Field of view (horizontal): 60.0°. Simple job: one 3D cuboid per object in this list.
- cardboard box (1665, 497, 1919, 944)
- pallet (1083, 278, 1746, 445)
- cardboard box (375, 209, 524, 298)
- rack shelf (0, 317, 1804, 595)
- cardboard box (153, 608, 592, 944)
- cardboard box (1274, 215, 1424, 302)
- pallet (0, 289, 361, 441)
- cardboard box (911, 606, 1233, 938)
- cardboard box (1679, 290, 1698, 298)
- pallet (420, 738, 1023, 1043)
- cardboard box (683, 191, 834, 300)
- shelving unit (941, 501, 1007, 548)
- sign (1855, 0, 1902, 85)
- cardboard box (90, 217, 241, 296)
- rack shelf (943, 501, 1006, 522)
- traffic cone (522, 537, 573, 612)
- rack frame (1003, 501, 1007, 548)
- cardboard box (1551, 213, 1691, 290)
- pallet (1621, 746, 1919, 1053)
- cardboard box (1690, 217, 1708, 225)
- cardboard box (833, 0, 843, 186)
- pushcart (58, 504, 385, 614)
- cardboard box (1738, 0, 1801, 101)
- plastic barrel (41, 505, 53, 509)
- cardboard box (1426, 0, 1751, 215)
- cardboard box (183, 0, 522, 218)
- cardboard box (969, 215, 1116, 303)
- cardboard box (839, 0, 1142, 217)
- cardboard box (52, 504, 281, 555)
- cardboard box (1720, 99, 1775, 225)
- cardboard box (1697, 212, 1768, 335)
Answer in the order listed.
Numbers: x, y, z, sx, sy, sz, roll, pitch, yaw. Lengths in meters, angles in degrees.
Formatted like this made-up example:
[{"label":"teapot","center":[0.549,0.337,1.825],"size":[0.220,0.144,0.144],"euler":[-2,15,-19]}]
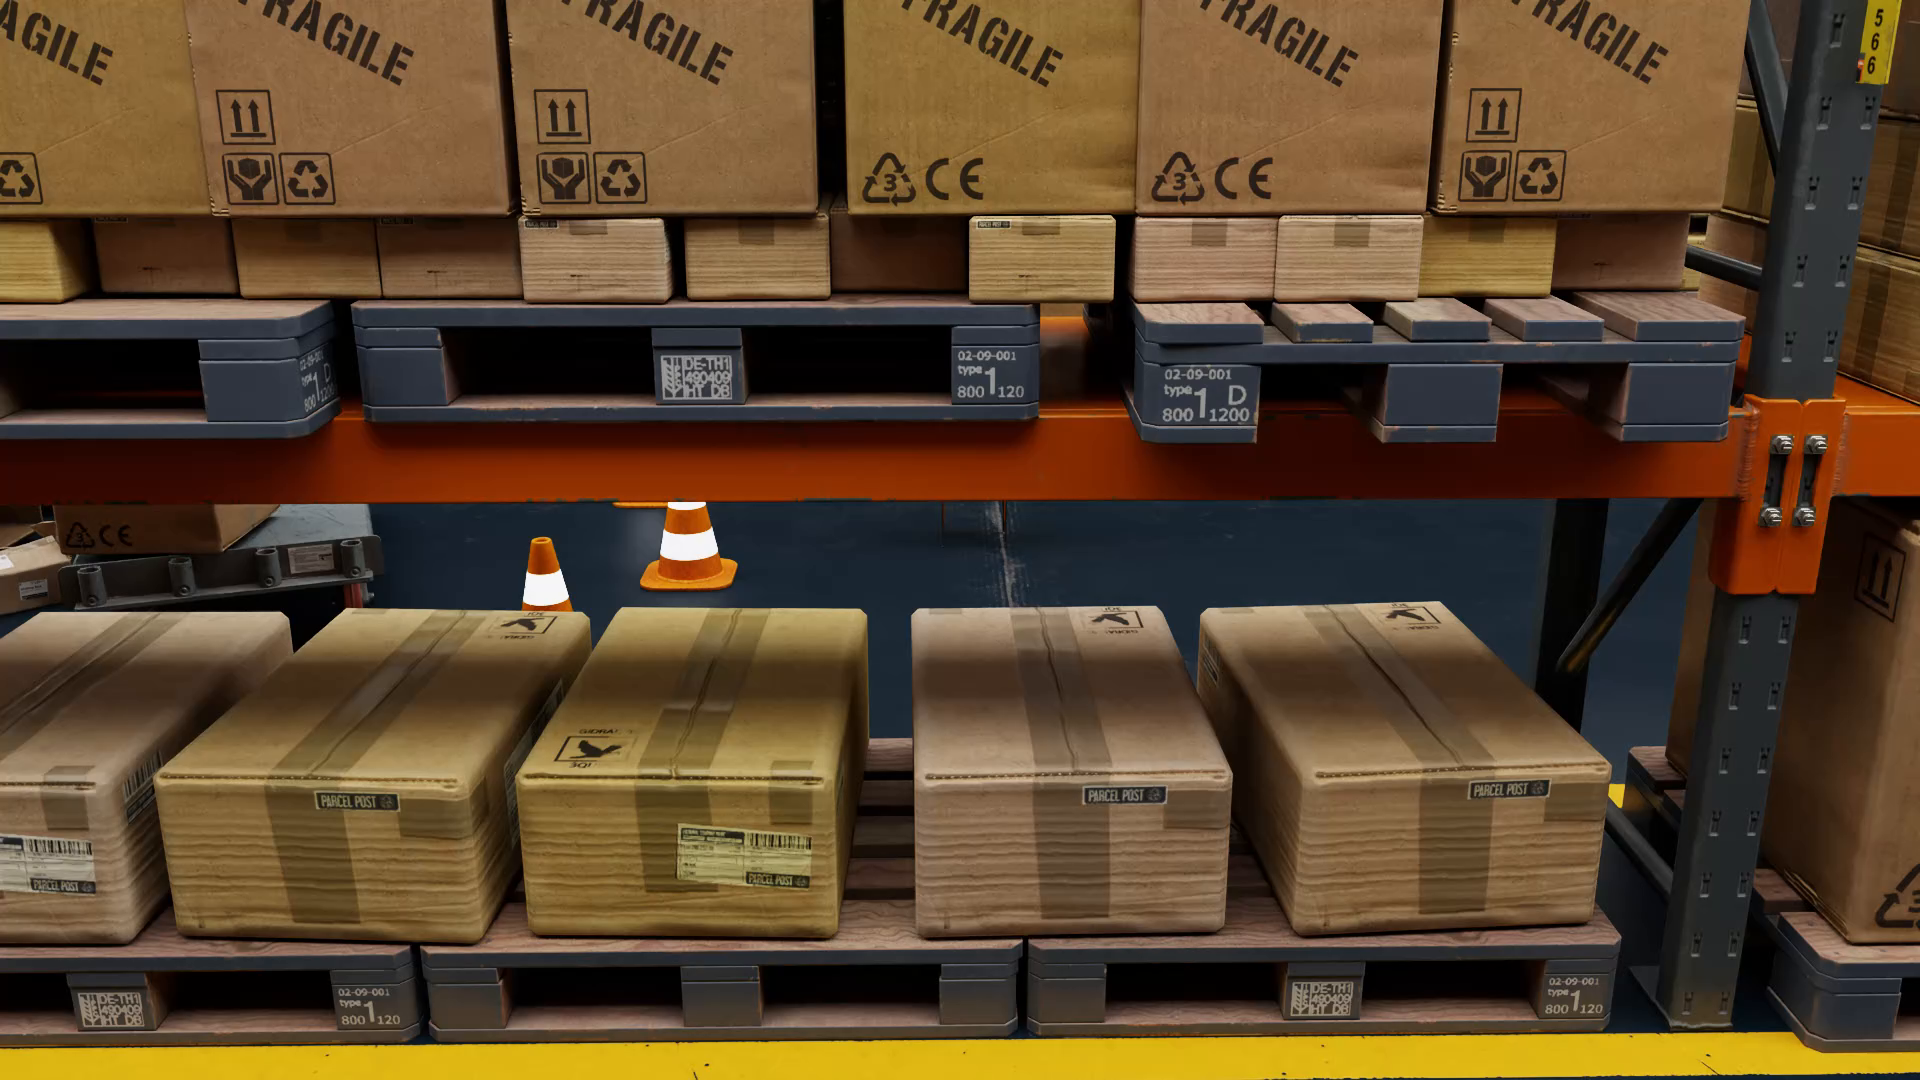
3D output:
[{"label":"cardboard box","center":[2.202,0.260,3.616],"size":[0.875,0.875,0.875],"euler":[0,18,-1]},{"label":"pallet","center":[0.800,-0.446,3.341],"size":[1.003,0.211,1.213],"euler":[0,18,-1]},{"label":"cardboard box","center":[-0.894,-0.553,3.084],"size":[0.250,0.149,0.380],"euler":[0,18,0]},{"label":"rack shelf","center":[-0.489,-0.221,3.504],"size":[4.000,0.370,1.077],"euler":[0,18,-1]},{"label":"cardboard box","center":[-1.246,0.489,3.726],"size":[0.625,0.372,0.950],"euler":[1,18,3]},{"label":"cardboard box","center":[0.668,-0.542,3.050],"size":[0.250,0.149,0.380],"euler":[0,18,-1]},{"label":"pallet","center":[-1.723,-0.422,3.266],"size":[1.213,0.211,1.003],"euler":[0,18,-1]},{"label":"cardboard box","center":[0.208,0.484,3.744],"size":[0.625,0.372,0.950],"euler":[-1,18,-2]},{"label":"cardboard box","center":[3.569,-1.030,8.251],"size":[0.500,0.500,0.500],"euler":[-1,18,-2]},{"label":"pallet","center":[-0.488,0.763,3.824],"size":[1.213,0.211,1.003],"euler":[0,18,-1]},{"label":"cardboard box","center":[-0.362,-0.549,3.071],"size":[0.250,0.149,0.380],"euler":[-1,18,-3]},{"label":"shelving unit","center":[0.053,-0.500,6.388],"size":[0.252,1.050,0.215],"euler":[0,18,-1]},{"label":"sign","center":[1.528,-0.921,2.743],"size":[0.005,0.325,0.100],"euler":[0,18,-1]},{"label":"cardboard box","center":[-1.399,-0.564,3.118],"size":[0.250,0.149,0.380],"euler":[1,18,3]},{"label":"rack shelf","center":[0.053,-0.225,6.476],"size":[0.240,0.259,0.215],"euler":[0,18,-1]},{"label":"traffic cone","center":[-1.271,0.220,5.103],"size":[0.334,0.463,0.336],"euler":[0,18,-1]},{"label":"rack frame","center":[0.175,-0.501,6.390],"size":[0.008,1.050,0.200],"euler":[0,18,-1]},{"label":"cardboard box","center":[1.186,-0.580,3.170],"size":[0.250,0.149,0.380],"euler":[0,18,1]},{"label":"pallet","center":[2.300,0.774,3.790],"size":[1.213,0.211,1.003],"euler":[0,18,-1]},{"label":"cardboard box","center":[3.545,-1.543,8.625],"size":[0.500,0.250,0.500],"euler":[0,18,1]},{"label":"cardboard box","center":[0.005,-1.022,3.484],"size":[0.500,0.500,0.500],"euler":[0,18,0]},{"label":"pushcart","center":[-2.575,-0.002,5.935],"size":[0.936,0.377,1.648],"euler":[-7,19,-20]},{"label":"cardboard box","center":[2.023,-1.179,3.513],"size":[0.500,0.500,0.500],"euler":[-1,18,-2]},{"label":"plastic barrel","center":[-3.778,-0.365,6.991],"size":[0.421,0.421,0.512],"euler":[14,22,37]},{"label":"cardboard box","center":[1.060,-0.875,3.028],"size":[0.500,0.500,0.500],"euler":[-1,18,-2]},{"label":"cardboard box","center":[-1.020,-0.859,2.976],"size":[0.500,0.500,0.500],"euler":[0,18,-1]},{"label":"cardboard box","center":[0.141,-0.538,3.036],"size":[0.250,0.149,0.380],"euler":[0,18,0]},{"label":"cardboard box","center":[0.039,-0.867,3.001],"size":[0.500,0.500,0.500],"euler":[-1,18,-5]},{"label":"cardboard box","center":[-2.547,-0.268,5.325],"size":[0.500,0.500,0.500],"euler":[0,18,-1]},{"label":"cardboard box","center":[1.991,-0.820,3.620],"size":[0.500,0.250,0.500],"euler":[0,18,-1]},{"label":"cardboard box","center":[2.012,-0.584,3.702],"size":[0.500,0.250,0.500],"euler":[-1,18,-3]}]
